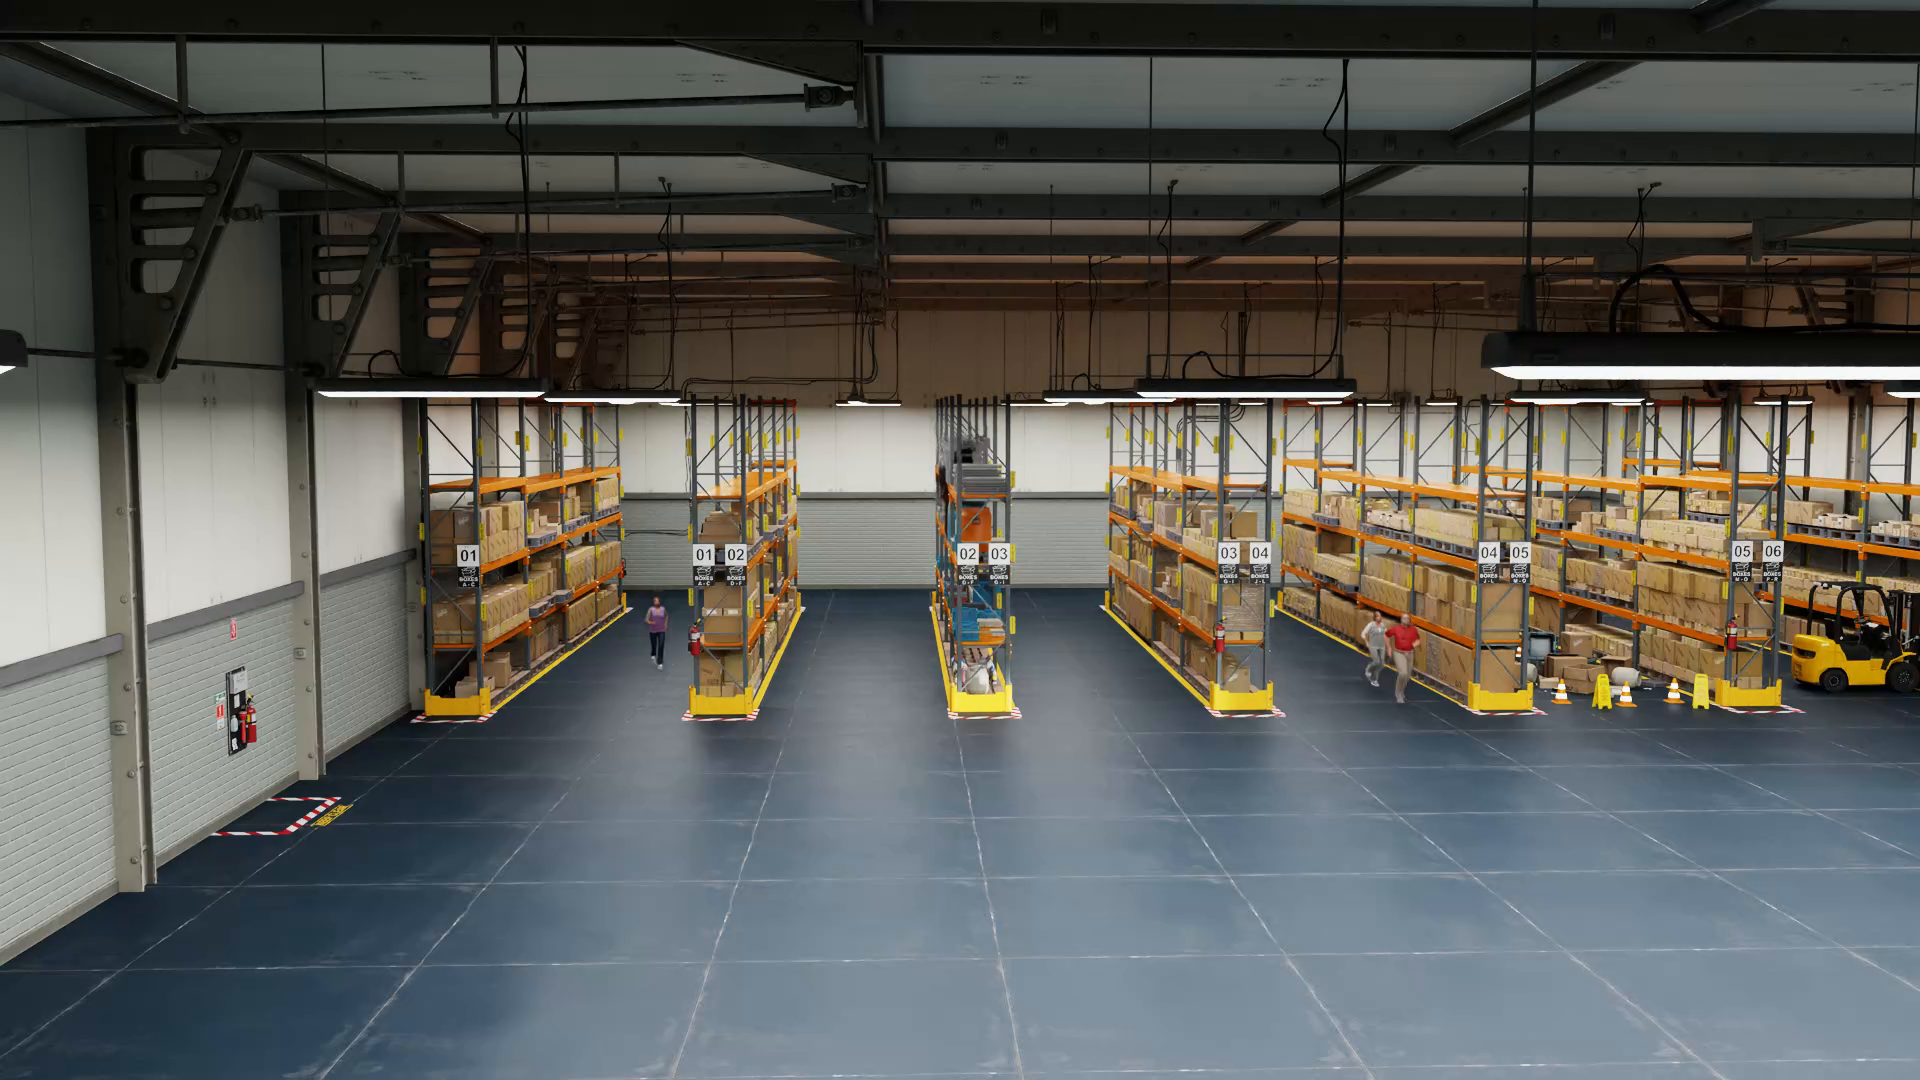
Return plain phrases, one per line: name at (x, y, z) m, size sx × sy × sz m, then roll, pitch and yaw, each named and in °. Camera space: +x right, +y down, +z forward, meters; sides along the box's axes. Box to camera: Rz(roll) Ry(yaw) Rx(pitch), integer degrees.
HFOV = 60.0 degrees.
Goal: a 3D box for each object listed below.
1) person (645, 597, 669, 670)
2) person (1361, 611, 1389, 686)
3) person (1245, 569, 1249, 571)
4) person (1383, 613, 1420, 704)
person at (-6.663, 2.028, 36.606) m, size 0.541 × 1.574 × 0.867 m, roll -1°, pitch 5°, yaw -17°
person at (8.611, 2.247, 34.328) m, size 0.534 × 1.558 × 0.537 m, roll -1°, pitch 5°, yaw -13°
person at (7.888, 1.192, 47.530) m, size 0.763 × 1.590 × 0.690 m, roll 1°, pitch 5°, yaw 16°
person at (8.683, 2.318, 32.524) m, size 0.632 × 1.787 × 0.761 m, roll -1°, pitch 5°, yaw -13°
